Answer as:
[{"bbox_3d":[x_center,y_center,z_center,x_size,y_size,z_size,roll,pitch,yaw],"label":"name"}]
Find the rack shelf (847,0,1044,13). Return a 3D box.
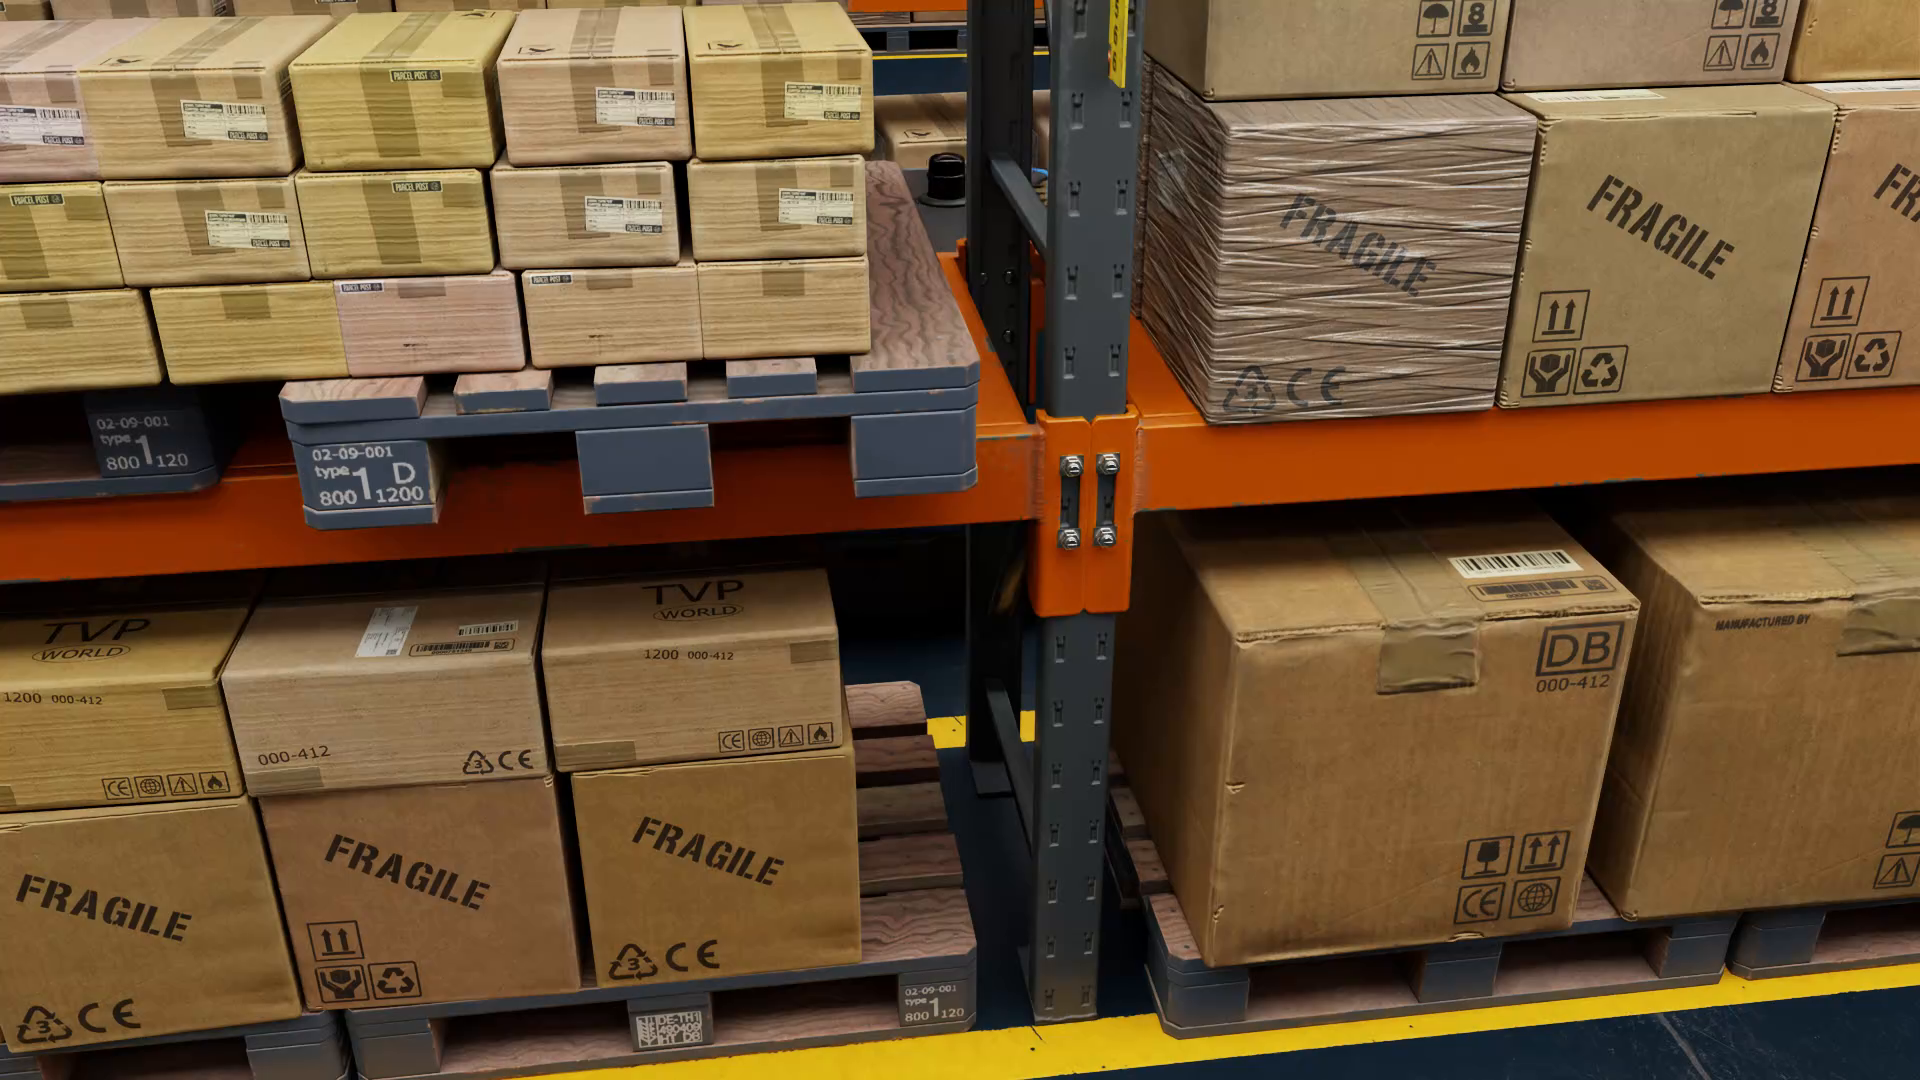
[{"bbox_3d":[1.335,-2.625,7.867,4.000,0.370,1.077,-4,27,-7],"label":"rack shelf"}]

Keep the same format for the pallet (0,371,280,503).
[{"bbox_3d":[-1.810,-0.356,2.869,1.213,0.211,1.003,-4,27,-7],"label":"pallet"}]

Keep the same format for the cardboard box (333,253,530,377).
[{"bbox_3d":[-0.781,-0.391,2.541,0.250,0.149,0.380,-3,27,-6],"label":"cardboard box"}]

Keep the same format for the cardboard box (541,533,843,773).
[{"bbox_3d":[-0.496,0.167,3.095,0.500,0.250,0.500,-4,27,-8],"label":"cardboard box"}]

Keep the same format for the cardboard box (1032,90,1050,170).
[{"bbox_3d":[0.645,-1.917,8.119,0.625,0.372,0.950,-4,27,-8],"label":"cardboard box"}]

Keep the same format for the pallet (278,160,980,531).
[{"bbox_3d":[-0.546,-0.407,2.968,1.003,0.211,1.213,-4,27,-7],"label":"pallet"}]

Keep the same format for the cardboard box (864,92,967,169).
[{"bbox_3d":[-0.084,-1.867,8.021,0.625,0.372,0.950,-5,28,-11],"label":"cardboard box"}]

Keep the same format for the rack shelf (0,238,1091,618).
[{"bbox_3d":[-1.836,-0.139,3.023,4.000,0.370,1.077,-4,27,-7],"label":"rack shelf"}]

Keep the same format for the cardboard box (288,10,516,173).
[{"bbox_3d":[-0.785,-0.656,2.406,0.250,0.149,0.380,-3,27,-6],"label":"cardboard box"}]

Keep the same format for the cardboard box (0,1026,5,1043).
[{"bbox_3d":[-2.007,0.593,3.087,0.500,0.500,0.500,-3,27,-6],"label":"cardboard box"}]

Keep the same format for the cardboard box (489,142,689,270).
[{"bbox_3d":[-0.545,-0.539,2.503,0.250,0.149,0.380,-3,27,-5],"label":"cardboard box"}]

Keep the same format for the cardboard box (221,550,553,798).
[{"bbox_3d":[-0.995,0.205,3.022,0.500,0.250,0.500,-3,27,-6],"label":"cardboard box"}]

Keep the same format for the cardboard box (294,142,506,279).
[{"bbox_3d":[-0.805,-0.521,2.468,0.250,0.149,0.380,-3,27,-6],"label":"cardboard box"}]

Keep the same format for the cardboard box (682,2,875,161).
[{"bbox_3d":[-0.277,-0.688,2.468,0.250,0.149,0.380,-5,28,-9],"label":"cardboard box"}]

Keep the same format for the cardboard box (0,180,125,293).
[{"bbox_3d":[-1.300,-0.490,2.409,0.250,0.149,0.380,-4,27,-7],"label":"cardboard box"}]

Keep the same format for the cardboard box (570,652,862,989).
[{"bbox_3d":[-0.471,0.499,3.270,0.500,0.500,0.500,-4,27,-7],"label":"cardboard box"}]

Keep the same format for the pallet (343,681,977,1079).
[{"bbox_3d":[-0.629,0.703,3.648,1.213,0.211,1.003,-4,27,-7],"label":"pallet"}]

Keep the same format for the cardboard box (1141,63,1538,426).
[{"bbox_3d":[0.627,-0.537,2.902,0.500,0.500,0.500,-3,27,-7],"label":"cardboard box"}]

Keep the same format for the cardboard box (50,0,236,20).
[{"bbox_3d":[-1.379,-0.918,2.916,0.250,0.149,0.380,-2,27,-5],"label":"cardboard box"}]

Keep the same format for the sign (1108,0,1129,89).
[{"bbox_3d":[0.230,-0.821,2.384,0.005,0.325,0.100,-4,27,-7],"label":"sign"}]

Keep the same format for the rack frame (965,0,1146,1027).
[{"bbox_3d":[0.145,-0.586,3.107,0.127,3.000,1.000,-4,27,-7],"label":"rack frame"}]

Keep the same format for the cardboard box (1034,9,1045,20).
[{"bbox_3d":[0.592,-4.313,12.511,0.625,0.625,0.875,-5,28,-9],"label":"cardboard box"}]

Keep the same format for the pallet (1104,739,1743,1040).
[{"bbox_3d":[0.936,0.638,3.775,1.213,0.211,1.003,-4,27,-7],"label":"pallet"}]

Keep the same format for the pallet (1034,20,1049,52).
[{"bbox_3d":[0.686,-3.931,12.681,1.213,0.211,1.003,-4,27,-7],"label":"pallet"}]

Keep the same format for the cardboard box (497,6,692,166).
[{"bbox_3d":[-0.526,-0.673,2.439,0.250,0.149,0.380,-4,27,-8],"label":"cardboard box"}]

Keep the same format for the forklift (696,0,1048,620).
[{"bbox_3d":[-1.151,-1.252,4.480,3.031,2.935,1.130,-2,27,-3],"label":"forklift"}]

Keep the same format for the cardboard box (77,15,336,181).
[{"bbox_3d":[-1.049,-0.637,2.370,0.250,0.149,0.380,-3,27,-6],"label":"cardboard box"}]

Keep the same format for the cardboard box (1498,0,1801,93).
[{"bbox_3d":[1.091,-1.132,2.966,0.500,0.500,0.700,-4,27,-8],"label":"cardboard box"}]

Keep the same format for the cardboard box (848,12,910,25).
[{"bbox_3d":[-0.721,-4.225,12.340,0.625,0.625,0.875,-3,27,-5],"label":"cardboard box"}]

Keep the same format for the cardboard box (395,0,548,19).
[{"bbox_3d":[-0.849,-0.952,2.984,0.250,0.149,0.380,-4,27,-7],"label":"cardboard box"}]

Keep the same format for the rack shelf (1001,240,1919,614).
[{"bbox_3d":[2.125,-0.393,3.519,4.000,0.370,1.077,-4,27,-7],"label":"rack shelf"}]

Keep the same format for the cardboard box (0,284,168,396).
[{"bbox_3d":[-1.294,-0.359,2.478,0.250,0.149,0.380,-5,28,-9],"label":"cardboard box"}]

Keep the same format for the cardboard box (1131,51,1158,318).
[{"bbox_3d":[0.553,-0.781,3.376,0.500,0.500,0.500,-4,27,-7],"label":"cardboard box"}]

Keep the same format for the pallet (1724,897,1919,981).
[{"bbox_3d":[2.141,0.562,3.923,1.213,0.211,1.003,-4,27,-7],"label":"pallet"}]

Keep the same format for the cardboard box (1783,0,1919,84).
[{"bbox_3d":[1.599,-1.166,3.032,0.500,0.500,0.700,-4,27,-8],"label":"cardboard box"}]

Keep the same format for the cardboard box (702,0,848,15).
[{"bbox_3d":[-0.344,-0.984,3.045,0.250,0.149,0.380,-4,27,-7],"label":"cardboard box"}]

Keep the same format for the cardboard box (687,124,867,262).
[{"bbox_3d":[-0.281,-0.556,2.538,0.250,0.149,0.380,-3,27,-6],"label":"cardboard box"}]

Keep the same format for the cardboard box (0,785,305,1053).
[{"bbox_3d":[-1.507,0.571,3.129,0.500,0.500,0.500,-5,28,-9],"label":"cardboard box"}]

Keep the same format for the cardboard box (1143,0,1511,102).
[{"bbox_3d":[0.591,-1.100,2.902,0.500,0.500,0.700,-4,27,-7],"label":"cardboard box"}]

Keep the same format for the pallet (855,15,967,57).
[{"bbox_3d":[-0.520,-3.855,12.532,1.213,0.211,1.003,-4,27,-7],"label":"pallet"}]

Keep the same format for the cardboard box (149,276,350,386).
[{"bbox_3d":[-1.028,-0.376,2.513,0.250,0.149,0.380,-4,27,-8],"label":"cardboard box"}]

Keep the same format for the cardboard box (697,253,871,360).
[{"bbox_3d":[-0.280,-0.422,2.602,0.250,0.149,0.380,-3,27,-6],"label":"cardboard box"}]

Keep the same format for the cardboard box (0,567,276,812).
[{"bbox_3d":[-1.500,0.230,2.973,0.500,0.250,0.500,-3,27,-6],"label":"cardboard box"}]

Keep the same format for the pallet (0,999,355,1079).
[{"bbox_3d":[-1.835,0.780,3.499,1.213,0.211,1.003,-4,27,-7],"label":"pallet"}]

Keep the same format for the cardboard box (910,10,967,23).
[{"bbox_3d":[-0.075,-4.270,12.428,0.625,0.625,0.875,-3,27,-5],"label":"cardboard box"}]

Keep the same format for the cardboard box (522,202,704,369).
[{"bbox_3d":[-0.526,-0.407,2.573,0.250,0.149,0.380,-4,27,-7],"label":"cardboard box"}]

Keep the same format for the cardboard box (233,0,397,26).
[{"bbox_3d":[-1.112,-0.936,2.951,0.250,0.149,0.380,-5,28,-9],"label":"cardboard box"}]

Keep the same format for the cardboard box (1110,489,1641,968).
[{"bbox_3d":[0.760,0.230,3.521,0.750,0.750,1.050,-4,27,-8],"label":"cardboard box"}]

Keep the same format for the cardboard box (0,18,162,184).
[{"bbox_3d":[-1.289,-0.625,2.345,0.250,0.149,0.380,-4,27,-7],"label":"cardboard box"}]

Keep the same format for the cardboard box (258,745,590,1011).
[{"bbox_3d":[-0.985,0.530,3.209,0.500,0.500,0.500,-3,27,-5],"label":"cardboard box"}]

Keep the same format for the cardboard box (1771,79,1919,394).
[{"bbox_3d":[1.629,-0.603,3.029,0.500,0.500,0.500,-4,27,-7],"label":"cardboard box"}]

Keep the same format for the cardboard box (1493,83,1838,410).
[{"bbox_3d":[1.130,-0.571,2.967,0.500,0.500,0.500,-4,27,-8],"label":"cardboard box"}]

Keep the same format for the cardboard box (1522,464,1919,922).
[{"bbox_3d":[1.625,0.173,3.632,0.750,0.750,1.050,-3,27,-6],"label":"cardboard box"}]

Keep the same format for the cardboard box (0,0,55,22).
[{"bbox_3d":[-1.641,-0.900,2.881,0.250,0.149,0.380,-3,27,-6],"label":"cardboard box"}]

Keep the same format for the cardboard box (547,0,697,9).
[{"bbox_3d":[-0.606,-0.966,3.010,0.250,0.149,0.380,-4,27,-9],"label":"cardboard box"}]

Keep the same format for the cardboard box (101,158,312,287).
[{"bbox_3d":[-1.053,-0.505,2.438,0.250,0.149,0.380,-4,27,-7],"label":"cardboard box"}]
